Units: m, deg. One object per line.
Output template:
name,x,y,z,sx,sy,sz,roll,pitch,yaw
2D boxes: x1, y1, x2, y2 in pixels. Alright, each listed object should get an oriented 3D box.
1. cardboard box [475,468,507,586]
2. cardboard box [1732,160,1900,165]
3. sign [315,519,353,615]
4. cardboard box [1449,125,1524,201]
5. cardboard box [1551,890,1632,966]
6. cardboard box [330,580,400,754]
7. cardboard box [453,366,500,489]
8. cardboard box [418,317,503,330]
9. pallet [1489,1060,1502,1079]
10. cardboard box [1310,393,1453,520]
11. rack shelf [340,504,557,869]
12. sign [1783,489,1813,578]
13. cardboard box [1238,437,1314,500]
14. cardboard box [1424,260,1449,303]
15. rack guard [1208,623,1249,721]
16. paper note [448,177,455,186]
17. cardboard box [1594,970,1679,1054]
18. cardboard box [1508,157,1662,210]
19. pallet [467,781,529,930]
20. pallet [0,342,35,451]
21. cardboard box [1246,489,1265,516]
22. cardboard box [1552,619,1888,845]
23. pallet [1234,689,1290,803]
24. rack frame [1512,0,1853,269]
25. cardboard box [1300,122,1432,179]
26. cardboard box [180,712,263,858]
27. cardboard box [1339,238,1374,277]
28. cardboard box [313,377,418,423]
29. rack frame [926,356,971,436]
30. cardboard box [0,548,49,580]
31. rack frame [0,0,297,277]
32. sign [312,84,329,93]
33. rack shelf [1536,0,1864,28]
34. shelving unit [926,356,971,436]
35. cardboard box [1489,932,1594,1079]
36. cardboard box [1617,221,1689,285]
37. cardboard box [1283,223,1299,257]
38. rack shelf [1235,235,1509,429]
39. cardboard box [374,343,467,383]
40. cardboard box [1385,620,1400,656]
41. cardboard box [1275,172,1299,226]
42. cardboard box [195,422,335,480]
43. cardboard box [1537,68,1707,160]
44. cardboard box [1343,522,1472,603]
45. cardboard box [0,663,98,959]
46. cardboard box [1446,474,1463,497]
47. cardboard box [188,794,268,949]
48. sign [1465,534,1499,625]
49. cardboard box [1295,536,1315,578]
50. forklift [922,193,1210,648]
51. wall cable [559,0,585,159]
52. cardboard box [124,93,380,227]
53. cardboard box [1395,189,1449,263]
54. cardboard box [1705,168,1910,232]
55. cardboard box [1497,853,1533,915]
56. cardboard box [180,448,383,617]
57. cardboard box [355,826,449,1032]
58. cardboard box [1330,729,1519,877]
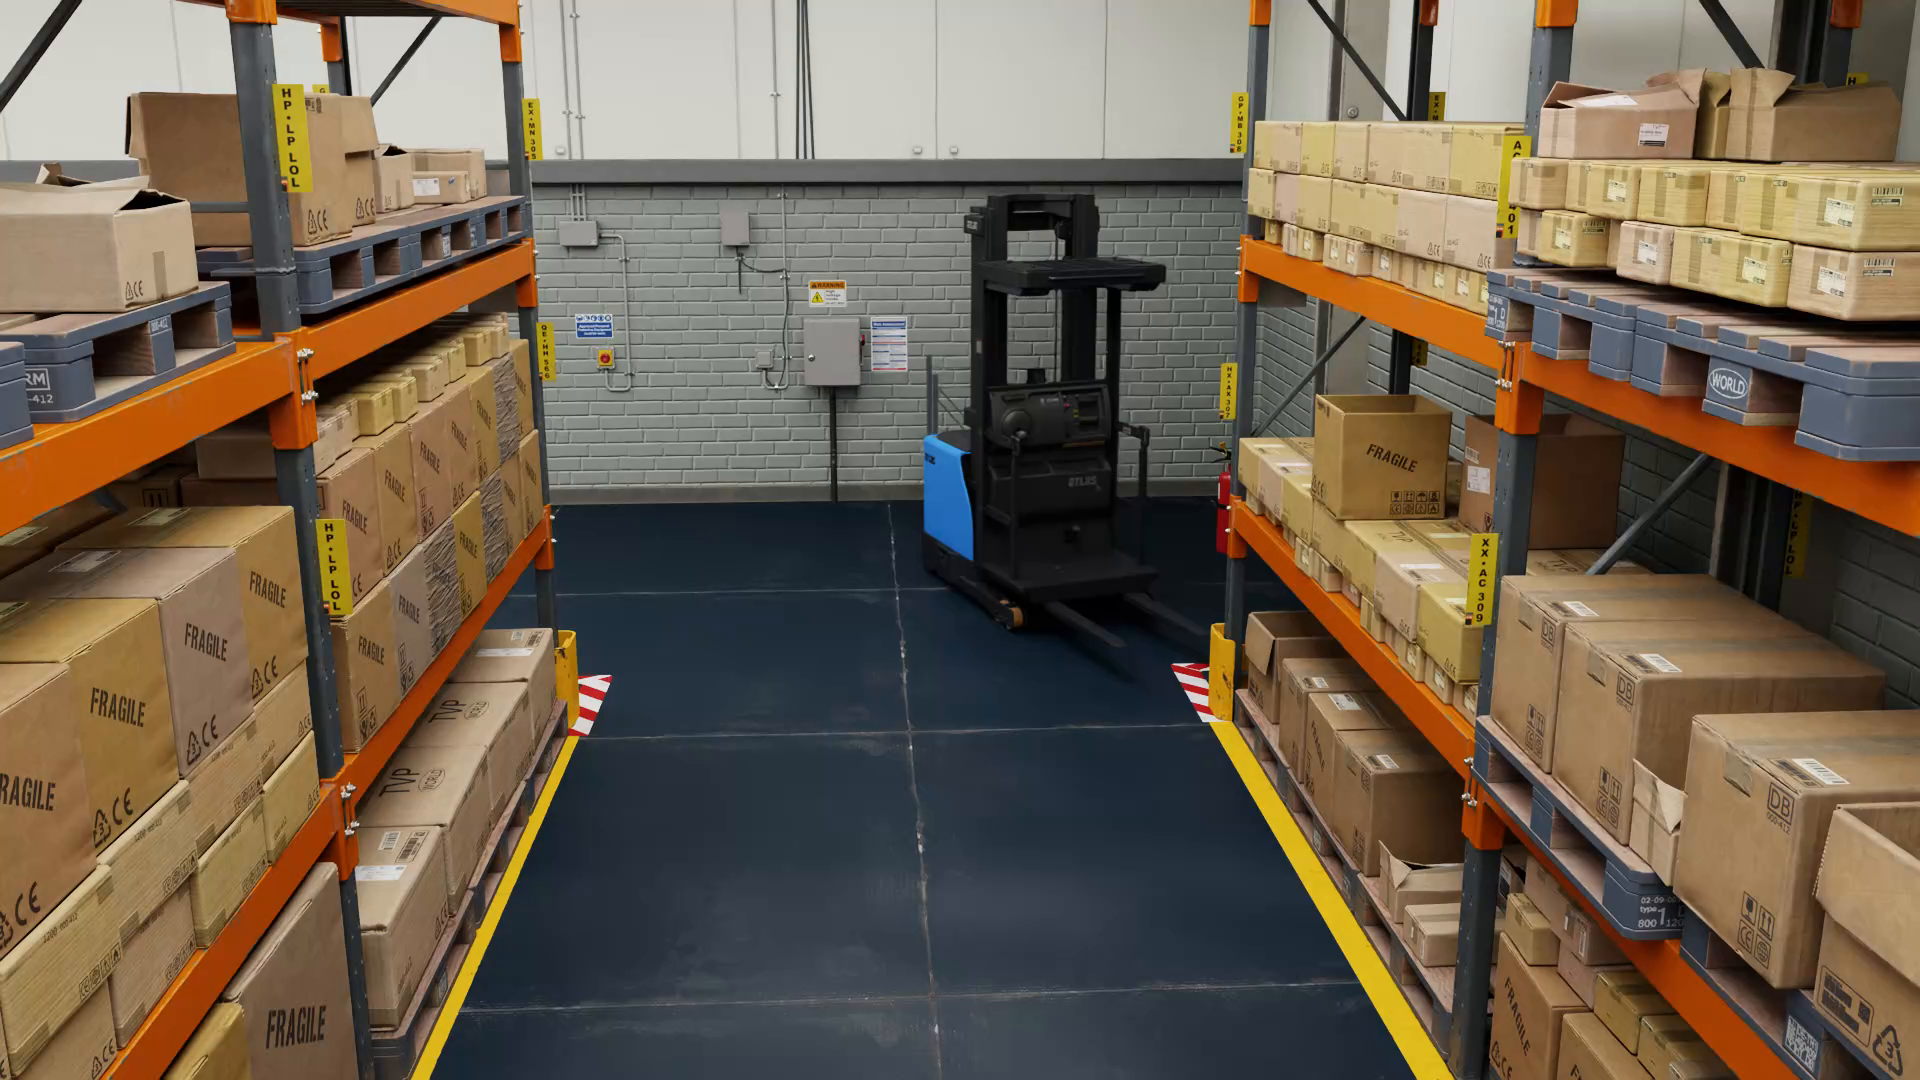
cardboard box,-2.506,-0.051,8.005,0.500,0.500,0.500,0,14,-2
cardboard box,2.517,-1.045,4.911,0.380,0.149,0.250,-1,14,-3
sign,-2.069,0.090,5.492,0.100,0.325,0.005,-1,14,-3
cardboard box,2.072,-1.342,5.905,0.500,0.250,0.500,-1,14,-3
cardboard box,2.164,1.252,5.416,0.380,0.149,0.250,-2,15,-6
cardboard box,-2.378,0.454,6.041,0.500,0.500,0.500,0,14,-2
cardboard box,-2.501,-0.535,7.880,0.500,0.500,0.500,-1,14,-4
cardboard box,-2.596,-1.069,8.654,0.380,0.149,0.250,-1,14,-2
pallet,2.432,2.098,5.449,1.003,0.211,1.213,-1,14,-3
cardboard box,1.948,-0.394,7.736,0.500,0.500,0.500,-1,14,-2
rack shelf,-2.734,0.474,7.607,1.077,0.370,4.000,-1,14,-3
sign,2.898,-0.024,5.778,0.100,0.325,0.005,-1,14,-3
cardboard box,1.855,-0.403,9.279,0.500,0.250,0.500,-1,14,-3
cardboard box,2.007,-0.998,6.370,0.380,0.149,0.250,0,14,-2
rack guard,2.101,0.780,9.990,1.175,0.500,0.348,-1,14,-3
paper note,-2.147,-1.516,7.028,0.006,0.032,0.123,-1,14,-3
cardboard box,2.222,1.463,5.191,0.380,0.149,0.250,-2,15,-6
cardboard box,1.925,-1.100,5.126,0.380,0.149,0.250,0,14,-2
pallet,-2.658,1.479,7.853,1.003,0.211,1.213,-1,14,-3
pallet,-2.527,-0.181,3.067,1.003,0.211,1.213,0,14,-1
cardboard box,1.843,-0.241,9.449,0.380,0.149,0.250,-1,14,-4
cardboard box,2.183,0.546,4.839,0.700,0.500,0.500,-1,14,-3
pallet,2.151,1.119,9.255,1.003,0.211,1.213,-1,14,-3
rack frame,2.344,-2.360,5.138,1.000,3.000,0.127,-1,14,-3
cardboard box,1.930,-1.850,7.876,0.500,0.250,0.500,-1,14,-4
cardboard box,-2.302,0.684,4.646,0.500,0.250,0.500,-1,14,-2
cardboard box,1.902,-1.253,7.359,0.380,0.149,0.250,-1,14,-2
cardboard box,-2.402,-0.562,6.681,0.380,0.149,0.250,-1,14,-5
rack frame,-0.035,-0.835,14.261,0.500,1.500,0.032,-1,14,-4
cardboard box,-2.811,0.331,4.514,0.500,0.500,0.500,-1,14,-4
rack frame,-2.610,-2.282,4.837,1.000,3.000,0.127,-1,14,-3
sign,-3.412,-2.279,8.930,0.100,0.325,0.005,-1,14,-3
rack shelf,2.468,-1.320,3.344,1.077,0.370,4.000,-1,14,-3
shelving unit,-0.001,-0.708,13.770,0.538,1.500,1.048,-1,14,-4
cardboard box,2.149,1.677,5.664,0.500,0.500,0.500,0,14,-1
cardboard box,1.991,-0.766,4.425,0.380,0.149,0.250,-1,14,-3
cardboard box,1.838,-1.505,8.340,0.380,0.149,0.250,-1,14,-2
rack shelf,2.220,-1.056,7.535,1.077,0.370,4.000,-1,14,-3
cardboard box,-2.502,-0.816,7.668,0.380,0.149,0.250,-1,14,-2
cardboard box,2.005,0.398,6.965,0.380,0.149,0.250,-1,14,-2
cardboard box,1.903,-1.733,8.424,0.500,0.250,0.500,-1,14,-2
cardboard box,-2.371,-0.306,5.687,0.380,0.149,0.250,-1,14,-4
cardboard box,2.014,-1.301,5.078,0.396,0.266,0.258,-1,14,-4
cardboard box,2.005,0.103,7.311,0.500,0.250,0.500,-1,14,-4
cardboard box,-2.234,0.581,3.540,0.500,0.500,0.500,-1,14,-3
cardboard box,2.446,-0.159,8.327,0.500,0.250,0.500,0,14,-2
cardboard box,-2.300,0.930,4.692,0.500,0.250,0.500,-1,14,-4
sign,1.803,0.137,5.738,0.100,0.325,0.005,-1,14,-3
cardboard box,1.873,0.080,8.201,0.380,0.149,0.250,-1,14,-5
forklift,0.731,-0.907,11.671,1.130,2.935,3.031,-6,16,-22
wall cable,-3.492,-4.687,14.184,0.463,3.000,0.029,-1,14,-3
cardboard box,-2.726,-1.466,6.434,0.797,0.503,0.637,0,14,1
cardboard box,2.021,-1.224,6.447,0.500,0.250,0.500,-1,14,-5
cardboard box,2.102,-0.845,4.134,0.380,0.149,0.250,-1,14,-3
cardboard box,2.539,1.477,6.821,0.500,0.311,0.500,0,14,-1
cardboard box,-2.398,-0.032,5.922,0.500,0.500,0.500,-1,14,-3
cardboard box,-2.542,1.503,6.464,0.875,0.438,0.875,-1,14,-4
cardboard box,2.118,1.183,7.582,0.700,0.500,0.500,-1,14,-6
